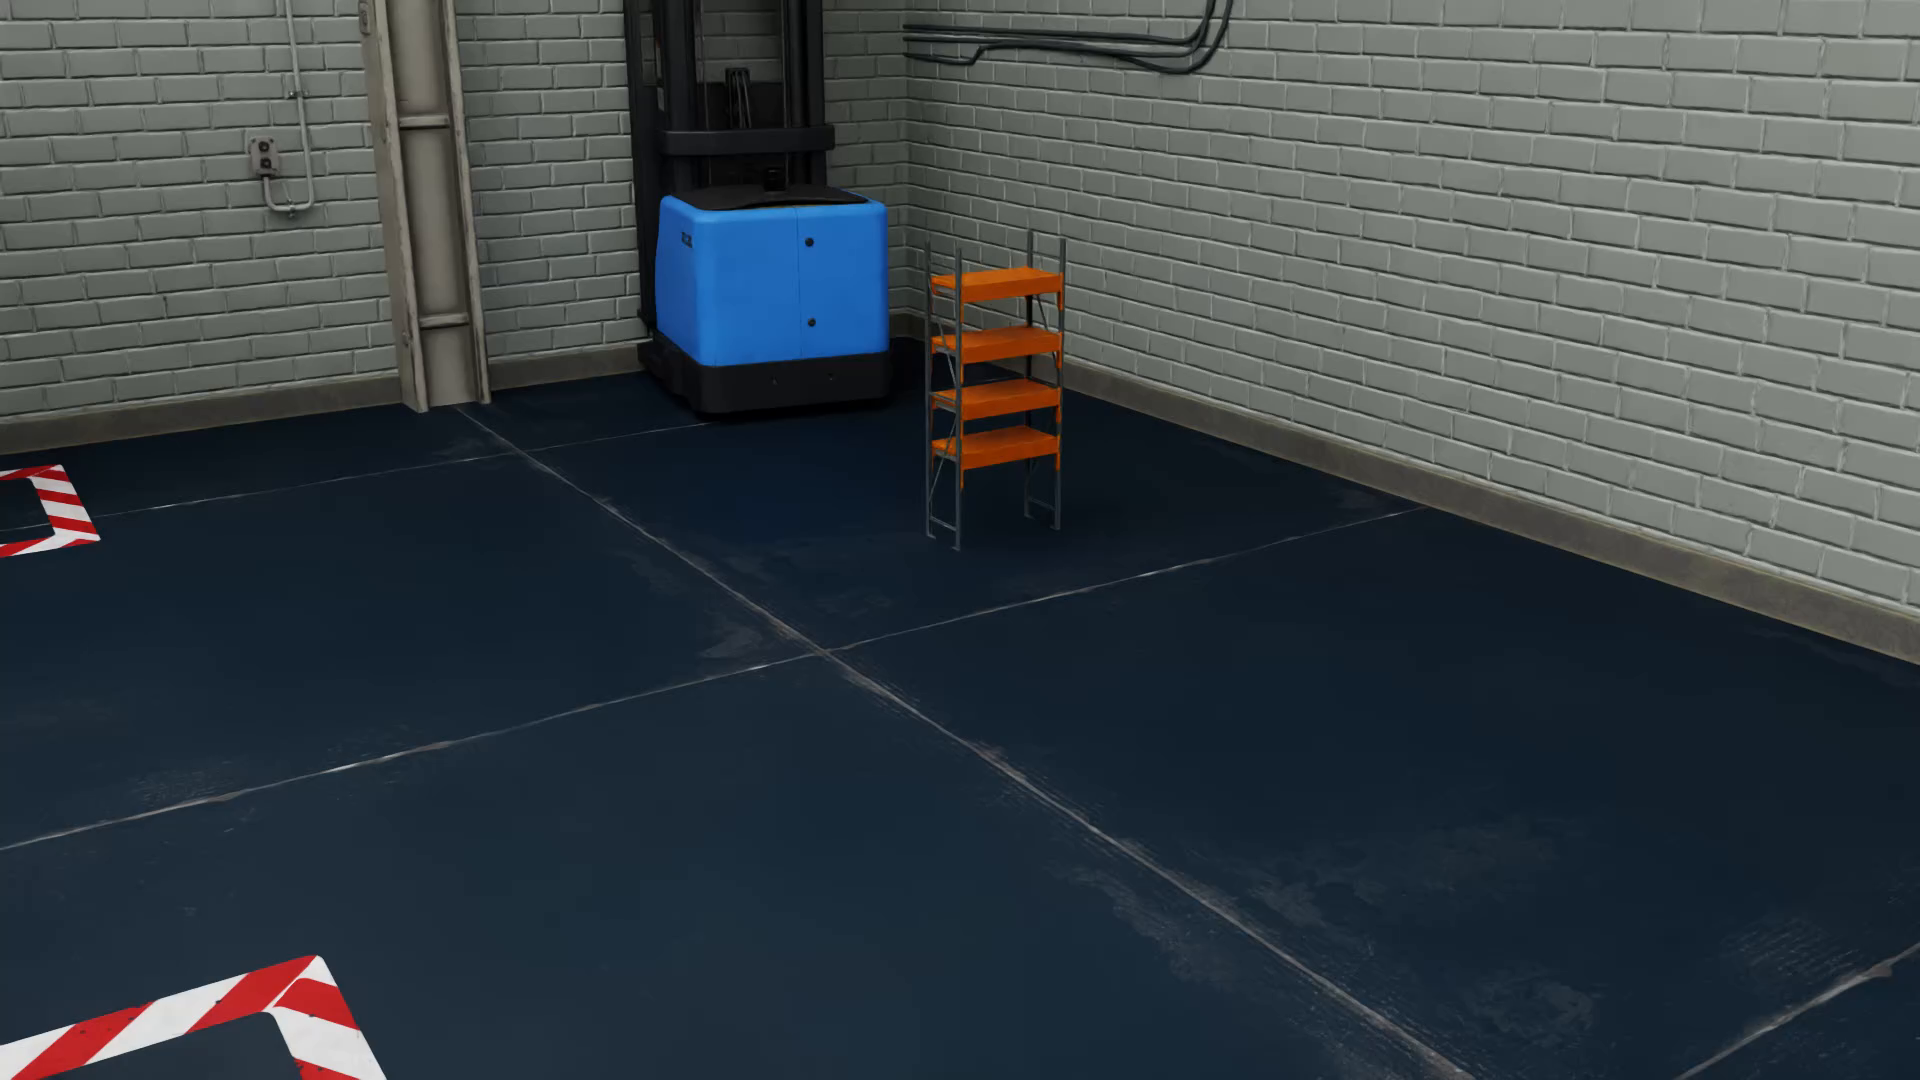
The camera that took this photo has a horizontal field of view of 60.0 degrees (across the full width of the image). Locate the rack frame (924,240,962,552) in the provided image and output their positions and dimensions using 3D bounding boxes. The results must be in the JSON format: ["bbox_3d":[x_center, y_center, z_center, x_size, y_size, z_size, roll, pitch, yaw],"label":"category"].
[{"bbox_3d":[-0.066,-0.555,6.512,0.015,1.200,0.240,-12,22,-31],"label":"rack frame"}]

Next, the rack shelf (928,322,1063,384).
[{"bbox_3d":[0.138,-0.746,6.589,0.480,0.148,0.258,-12,22,-31],"label":"rack shelf"}]

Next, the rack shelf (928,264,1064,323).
[{"bbox_3d":[0.138,-0.970,6.513,0.480,0.148,0.258,-12,22,-31],"label":"rack shelf"}]

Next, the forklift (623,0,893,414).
[{"bbox_3d":[-1.382,-2.464,9.456,1.130,2.935,3.031,-8,20,-21],"label":"forklift"}]

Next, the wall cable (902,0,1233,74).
[{"bbox_3d":[0.381,-3.728,8.568,0.112,2.526,3.097,-12,22,-31],"label":"wall cable"}]

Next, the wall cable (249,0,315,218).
[{"bbox_3d":[-3.990,-2.416,7.621,1.851,1.984,0.084,-12,22,-31],"label":"wall cable"}]

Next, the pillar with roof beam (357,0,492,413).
[{"bbox_3d":[-0.392,-3.853,4.092,0.400,9.000,9.100,-12,22,-31],"label":"pillar with roof beam"}]

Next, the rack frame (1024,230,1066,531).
[{"bbox_3d":[0.342,-0.641,6.766,0.015,1.200,0.240,-12,22,-31],"label":"rack frame"}]

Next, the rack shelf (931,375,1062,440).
[{"bbox_3d":[0.138,-0.534,6.660,0.480,0.148,0.258,-12,22,-31],"label":"rack shelf"}]

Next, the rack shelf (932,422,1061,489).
[{"bbox_3d":[0.138,-0.346,6.724,0.480,0.148,0.258,-12,22,-31],"label":"rack shelf"}]

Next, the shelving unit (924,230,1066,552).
[{"bbox_3d":[0.138,-0.598,6.639,0.503,1.200,0.258,-12,22,-31],"label":"shelving unit"}]
